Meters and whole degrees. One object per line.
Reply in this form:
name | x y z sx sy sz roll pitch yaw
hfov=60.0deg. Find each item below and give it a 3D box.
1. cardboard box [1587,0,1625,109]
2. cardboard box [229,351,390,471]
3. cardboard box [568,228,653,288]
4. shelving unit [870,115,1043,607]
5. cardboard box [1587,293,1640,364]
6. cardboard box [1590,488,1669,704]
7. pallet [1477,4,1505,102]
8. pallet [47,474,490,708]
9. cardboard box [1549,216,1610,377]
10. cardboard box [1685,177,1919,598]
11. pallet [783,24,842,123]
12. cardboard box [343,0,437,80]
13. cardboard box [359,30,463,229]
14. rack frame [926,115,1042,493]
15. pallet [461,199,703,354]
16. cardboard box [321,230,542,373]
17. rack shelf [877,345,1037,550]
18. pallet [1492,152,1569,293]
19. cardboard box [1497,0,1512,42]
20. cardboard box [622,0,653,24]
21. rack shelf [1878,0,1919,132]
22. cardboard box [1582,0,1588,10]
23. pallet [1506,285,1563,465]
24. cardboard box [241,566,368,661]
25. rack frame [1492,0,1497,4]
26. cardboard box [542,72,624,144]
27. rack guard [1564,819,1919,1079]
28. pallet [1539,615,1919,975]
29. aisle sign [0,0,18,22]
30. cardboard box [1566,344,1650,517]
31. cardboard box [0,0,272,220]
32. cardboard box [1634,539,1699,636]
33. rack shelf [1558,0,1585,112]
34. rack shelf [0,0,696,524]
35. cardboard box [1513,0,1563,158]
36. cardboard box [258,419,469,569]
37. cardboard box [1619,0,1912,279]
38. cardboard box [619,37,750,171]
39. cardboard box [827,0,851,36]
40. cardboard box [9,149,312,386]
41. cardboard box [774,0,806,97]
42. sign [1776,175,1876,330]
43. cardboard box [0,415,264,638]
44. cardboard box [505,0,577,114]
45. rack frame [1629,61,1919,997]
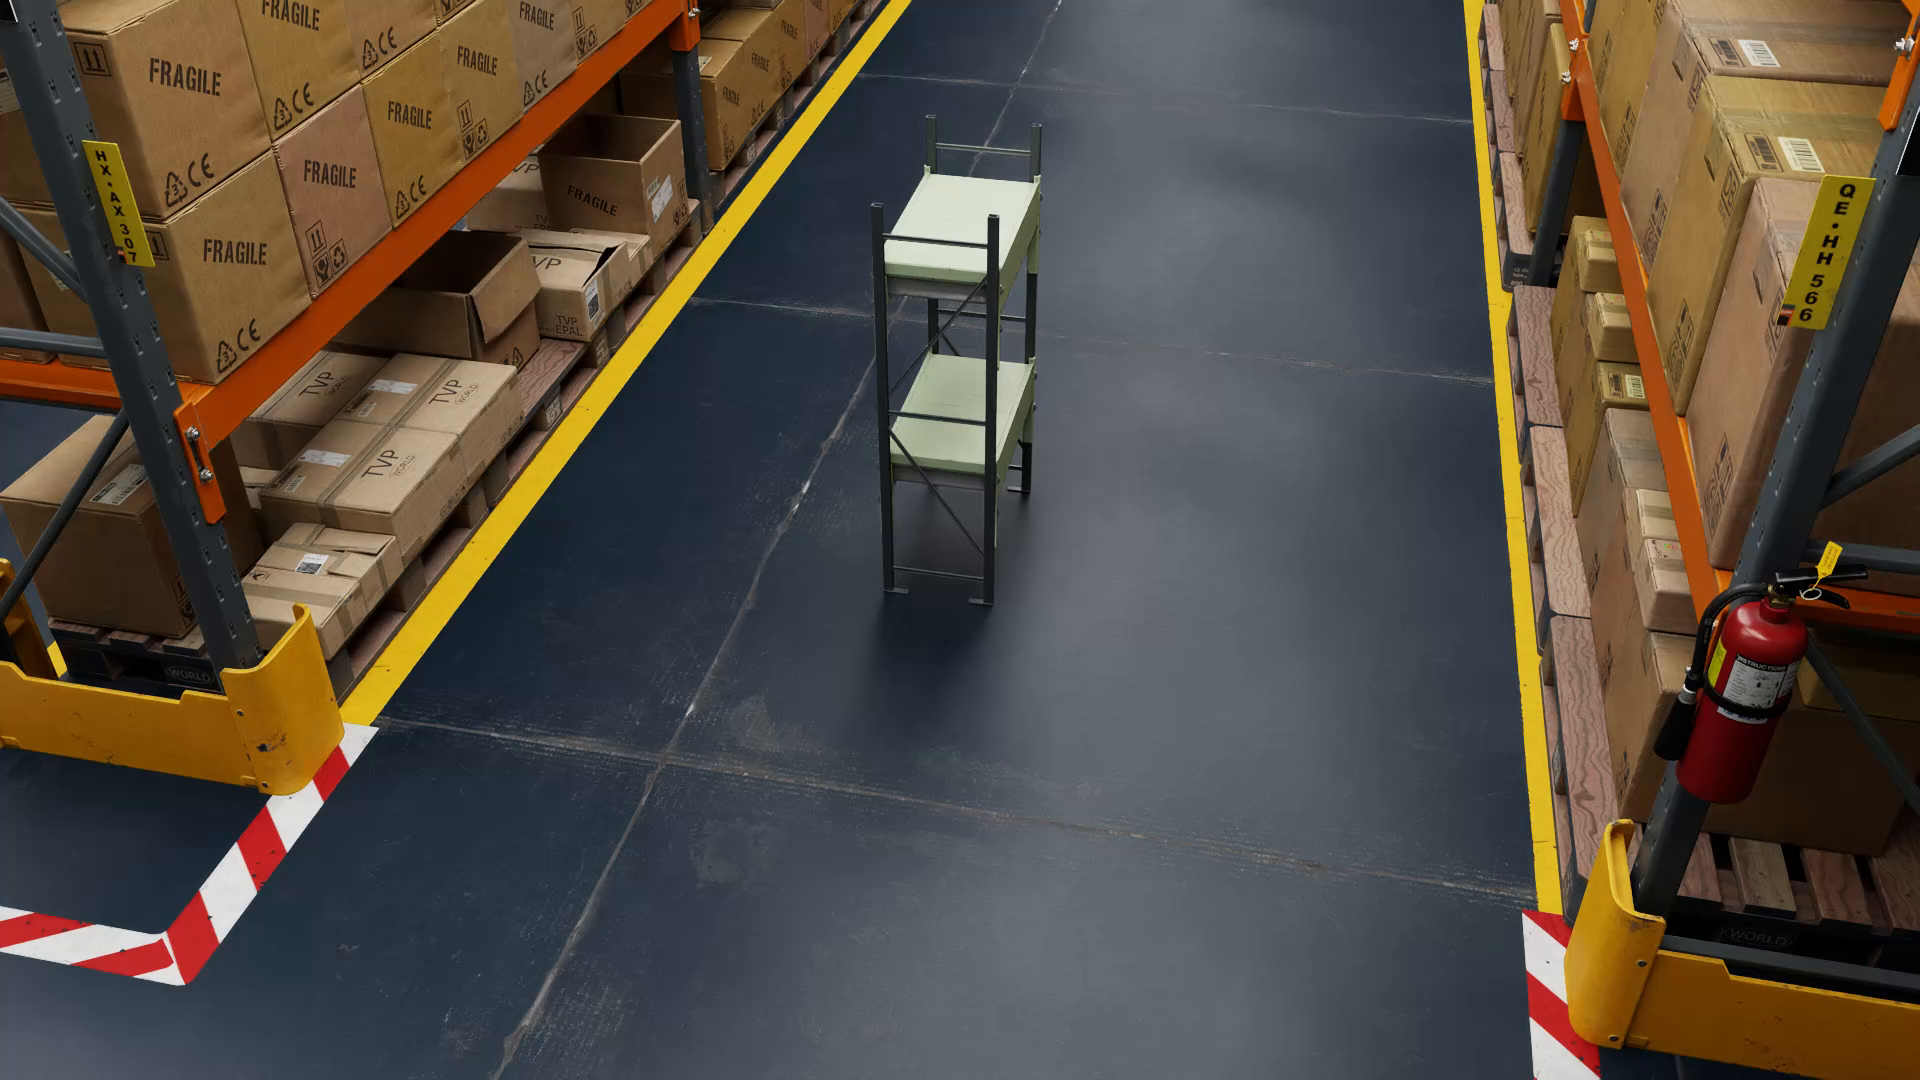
cardboard box | 2.960 -2.029 6.238 0.980 0.700 0.700 8 37 11
cardboard box | -2.495 -0.490 6.339 0.500 0.250 0.500 7 37 10
cardboard box | -1.614 -1.274 7.507 0.380 0.149 0.250 7 37 10
shelving unit | 0.001 -0.611 5.815 0.431 1.500 0.755 7 37 10
cardboard box | 2.469 -0.748 5.946 0.380 0.149 0.250 6 36 9
cardboard box | 2.396 0.218 5.165 0.700 0.500 0.500 7 37 10
pallet | 3.704 -2.938 10.124 1.003 0.211 1.213 7 37 10
pallet | -2.417 0.086 5.951 1.003 0.211 1.213 7 37 10
cardboard box | 2.832 -0.958 6.789 0.700 0.500 0.500 8 37 11
cardboard box | 2.337 -0.338 3.905 0.980 0.700 0.700 9 37 12
pallet | -1.353 -2.879 10.042 1.003 0.211 1.213 7 37 10
cardboard box | -2.034 -1.796 5.234 0.500 0.500 0.500 8 37 11
cardboard box | -2.035 -1.388 5.523 0.500 0.500 0.500 7 37 10
rack frame | 0.080 -0.821 6.105 0.400 1.500 0.023 7 37 10
pallet | -1.896 -1.312 7.881 1.003 0.211 1.213 7 37 10
cardboard box | -2.145 -0.925 6.722 0.797 0.503 0.637 7 37 10
rack shelf | 0.001 -0.347 6.006 0.431 0.370 0.720 7 37 10
pallet | 3.183 -1.539 8.194 1.003 0.211 1.213 7 37 10
cardboard box | 3.661 -3.404 9.865 0.750 0.750 0.750 7 36 9
cardboard box | -1.604 -2.557 7.137 0.500 0.500 0.500 8 37 11
rack shelf | 2.665 -1.993 4.501 1.077 0.370 4.000 7 37 10
cardboard box | 2.887 -2.352 7.136 0.380 0.149 0.250 8 37 10
pallet | 2.853 -0.661 6.982 1.003 0.211 1.213 7 37 10
cardboard box | -2.178 0.237 5.421 0.380 0.149 0.250 7 37 10
rack frame | 3.946 -4.510 9.916 1.000 3.000 0.127 7 37 10
cardboard box | -1.923 -2.320 8.650 0.500 0.500 0.500 7 37 10
rack guard | 2.232 1.103 4.303 1.175 0.500 0.348 7 37 10
pallet | 2.332 0.738 5.052 1.003 0.211 1.213 7 37 10
aisle sign | -2.330 -1.519 3.574 0.394 0.787 0.004 7 37 10
cardboard box | 2.610 -0.377 5.986 0.700 0.500 0.500 8 37 11
cardboard box | -2.250 -1.209 4.424 0.500 0.500 0.500 8 37 11
cardboard box | 2.139 0.146 4.712 0.380 0.149 0.250 7 37 9
rack shelf | 3.519 -3.072 8.545 1.077 0.370 4.000 7 37 10
rack shelf | -2.176 -1.397 6.235 1.077 0.370 4.000 7 37 10
cardboard box | 3.291 -2.415 8.500 0.750 0.750 0.750 8 37 11
cardboard box | -2.103 -0.170 5.896 0.500 0.250 0.500 7 37 10
cardboard box | 2.653 -1.193 5.084 0.980 0.700 0.700 6 36 8
cardboard box | -1.407 -2.248 8.551 0.500 0.500 0.500 6 36 8
cardboard box | -0.975 -3.432 10.185 0.500 0.500 0.500 6 36 8
cardboard box | -2.250 -0.804 4.718 0.500 0.500 0.500 8 37 11
cardboard box | -1.190 -2.841 9.369 0.500 0.500 0.500 8 37 11
sign | 1.710 -0.564 3.284 0.100 0.325 0.005 7 37 10
cardboard box | -2.727 -0.051 5.519 0.500 0.500 0.500 7 37 10
cardboard box | -1.821 -1.966 6.322 0.500 0.500 0.500 8 37 11
rack frame | 2.237 0.077 3.588 1.000 3.000 0.127 7 37 10
